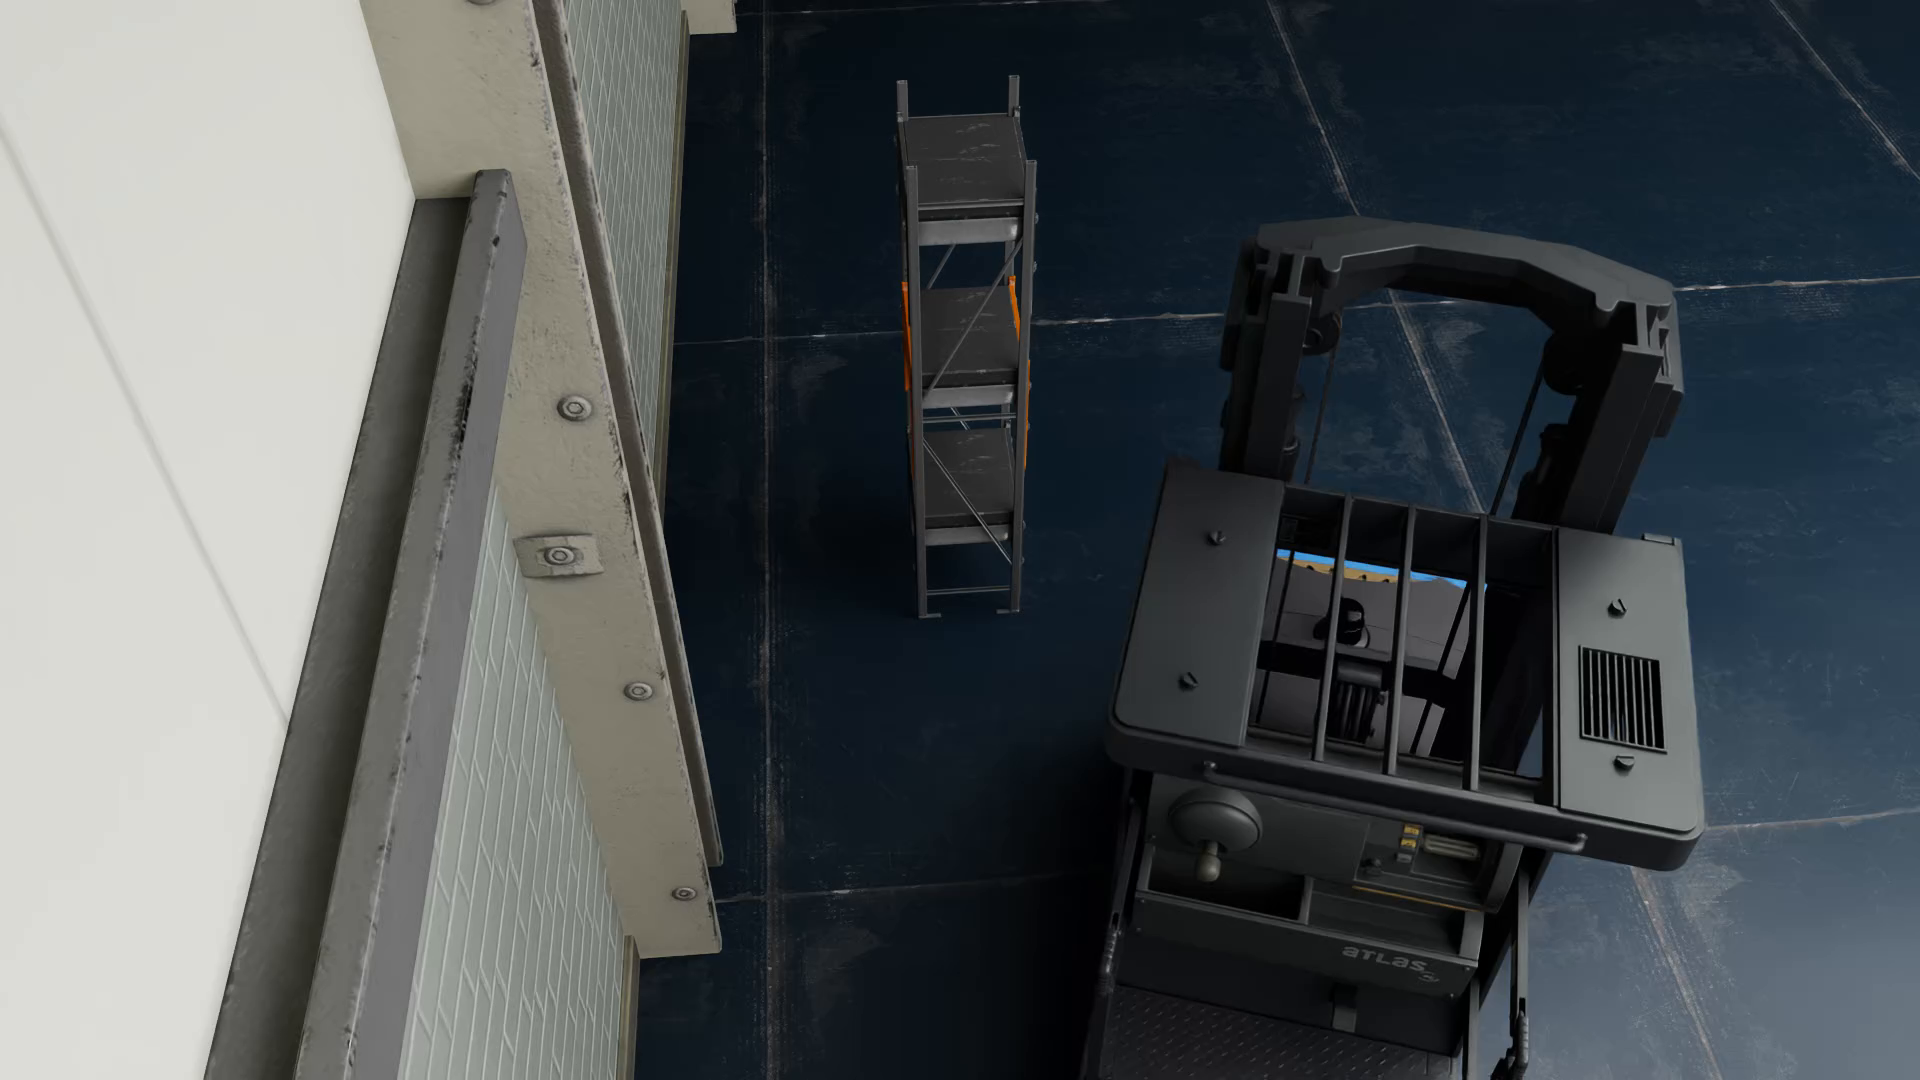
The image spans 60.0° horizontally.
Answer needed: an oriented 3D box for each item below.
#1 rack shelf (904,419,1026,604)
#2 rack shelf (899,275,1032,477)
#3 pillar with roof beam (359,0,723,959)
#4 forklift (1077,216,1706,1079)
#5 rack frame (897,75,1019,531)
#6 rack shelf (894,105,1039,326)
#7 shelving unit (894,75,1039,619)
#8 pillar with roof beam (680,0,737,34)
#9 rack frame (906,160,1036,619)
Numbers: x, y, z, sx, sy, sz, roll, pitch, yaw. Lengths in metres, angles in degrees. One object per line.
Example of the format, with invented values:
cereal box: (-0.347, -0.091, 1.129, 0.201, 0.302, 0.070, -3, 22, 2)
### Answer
rack shelf: (0.014, -0.112, 6.529, 0.431, 0.518, 0.480, -3, 47, -3)
rack shelf: (0.014, -0.593, 6.021, 0.431, 0.518, 0.480, -3, 47, -3)
pillar with roof beam: (3.319, -2.108, 2.685, 9.100, 9.000, 0.400, -3, 47, -3)
forklift: (0.905, 0.827, 4.085, 1.130, 2.935, 3.031, 10, 47, 9)
rack frame: (-0.007, -0.779, 6.178, 0.400, 2.100, 0.015, -3, 47, -3)
rack shelf: (0.014, -1.074, 5.512, 0.431, 0.518, 0.480, -3, 47, -3)
shelving unit: (0.014, -0.602, 6.011, 0.431, 2.100, 0.503, -3, 47, -3)
pillar with roof beam: (2.817, -6.449, 6.796, 9.100, 9.000, 0.400, -3, 47, -3)
rack frame: (0.034, -0.426, 5.844, 0.400, 2.100, 0.015, -3, 47, -3)
